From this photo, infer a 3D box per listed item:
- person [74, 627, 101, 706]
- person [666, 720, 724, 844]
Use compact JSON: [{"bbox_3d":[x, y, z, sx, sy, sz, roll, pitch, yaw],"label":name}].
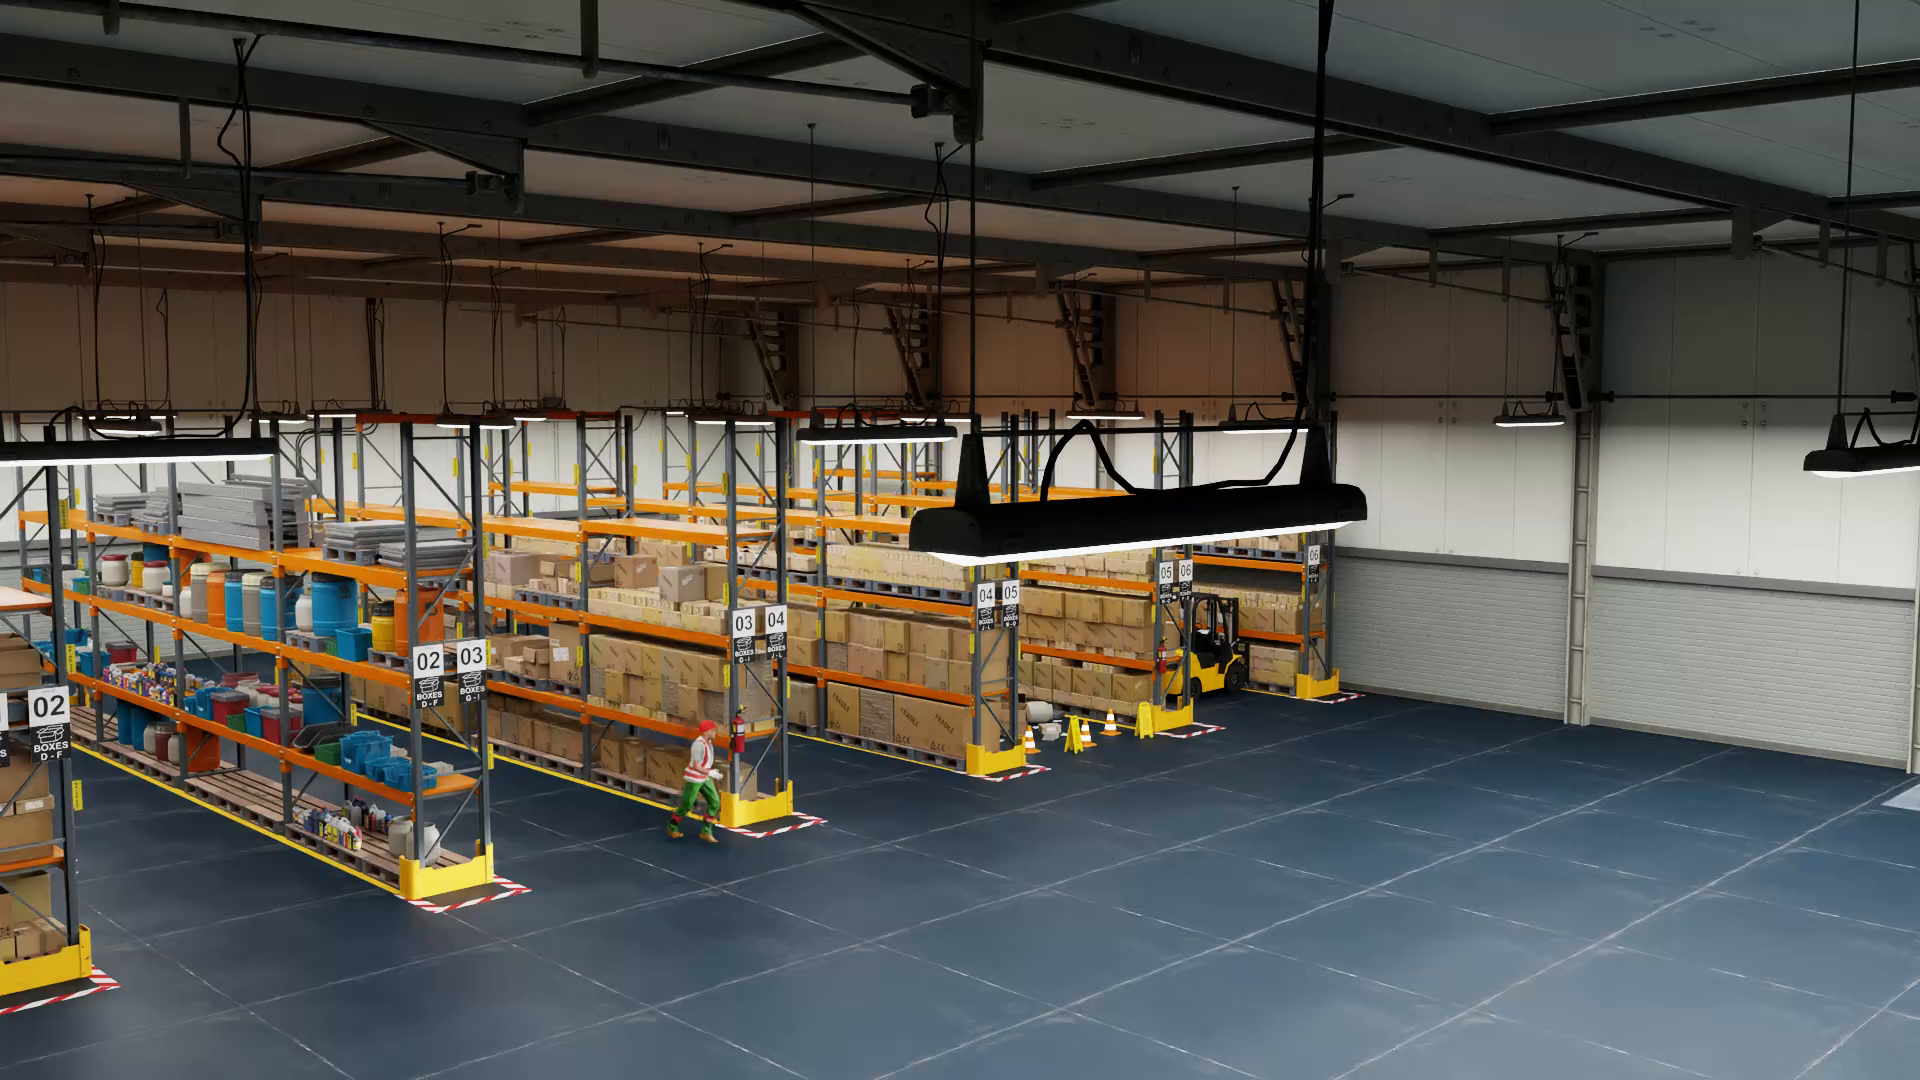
[{"bbox_3d":[-17.753,2.588,33.878,0.759,1.650,0.582,-2,5,-18],"label":"person"},{"bbox_3d":[-3.728,3.428,23.609,0.899,1.786,0.654,2,5,22],"label":"person"}]
